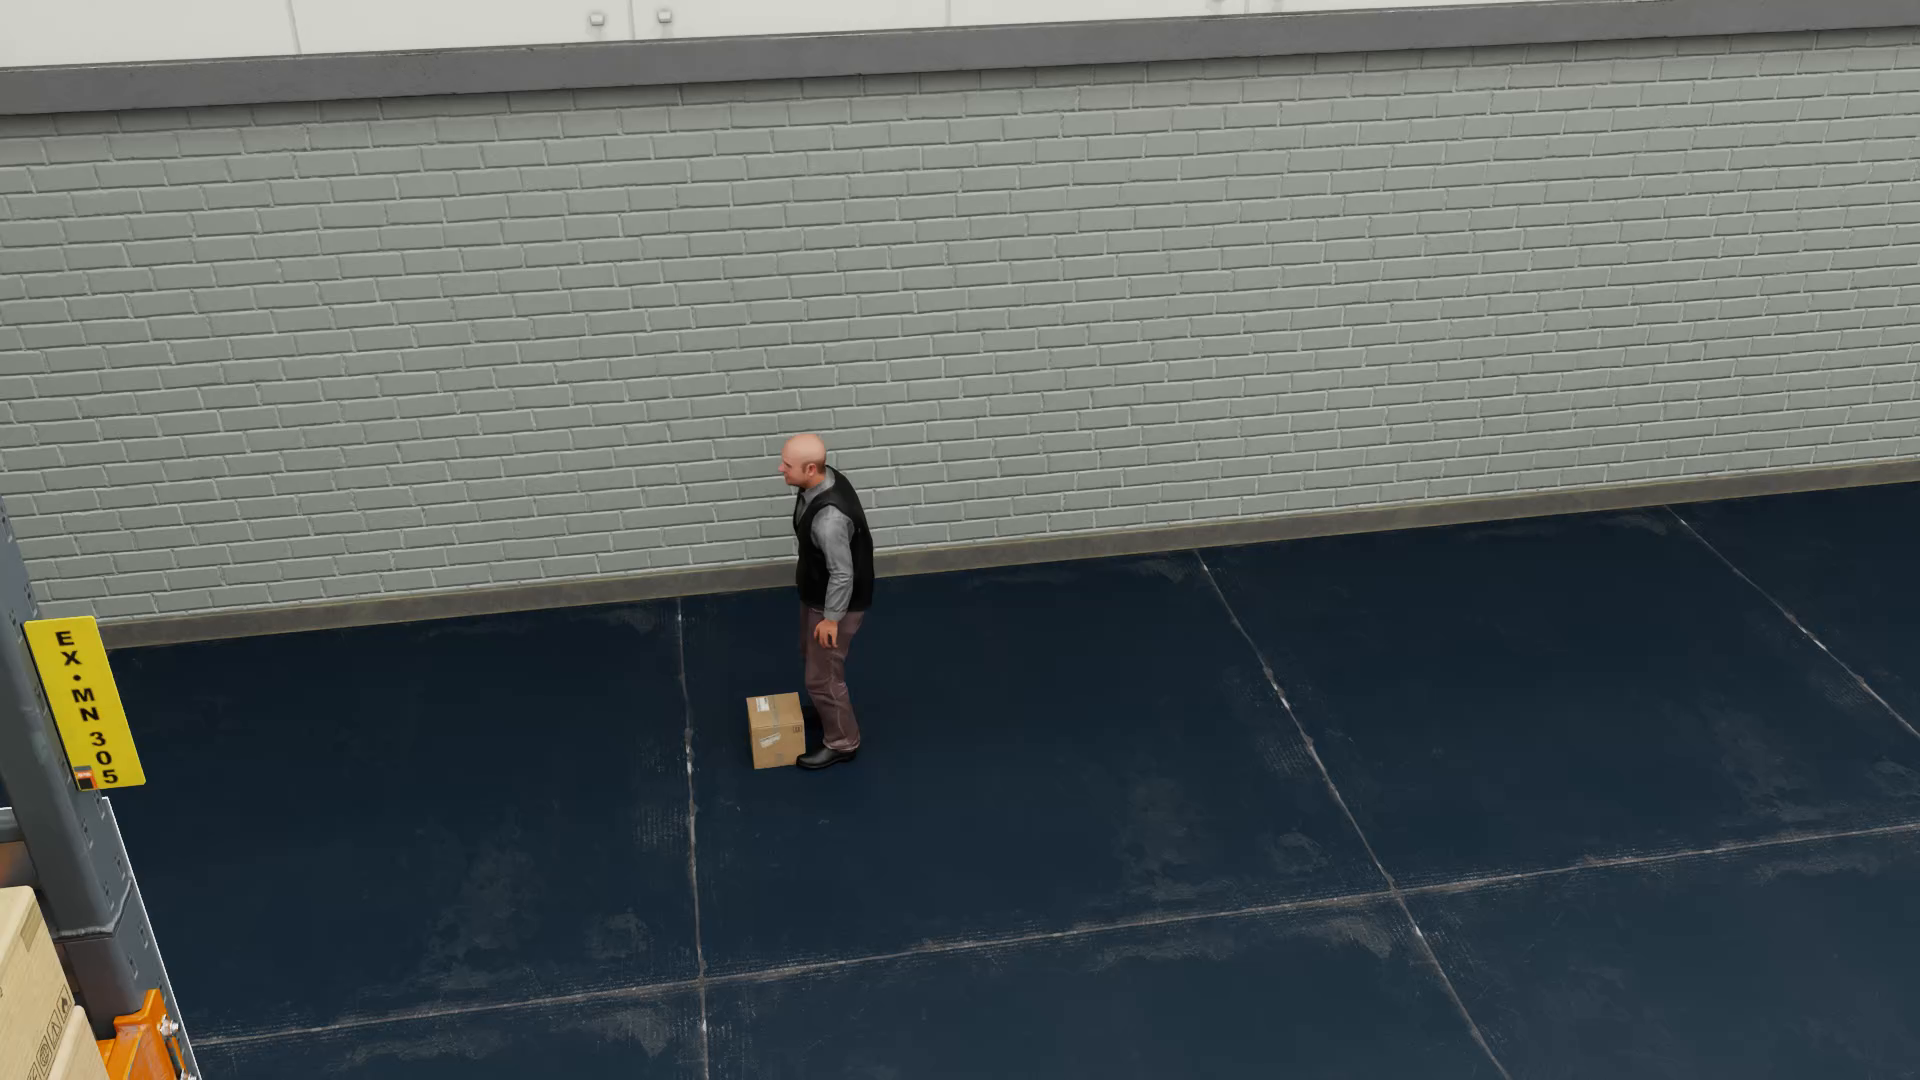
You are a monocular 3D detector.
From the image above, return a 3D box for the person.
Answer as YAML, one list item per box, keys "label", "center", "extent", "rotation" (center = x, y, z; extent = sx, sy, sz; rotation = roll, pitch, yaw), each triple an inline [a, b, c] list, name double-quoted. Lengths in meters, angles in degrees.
- label: "person"
  center: [-0.611, 0.306, 7.743]
  extent: [0.423, 1.618, 0.586]
  rotation: [-7, 31, -11]
